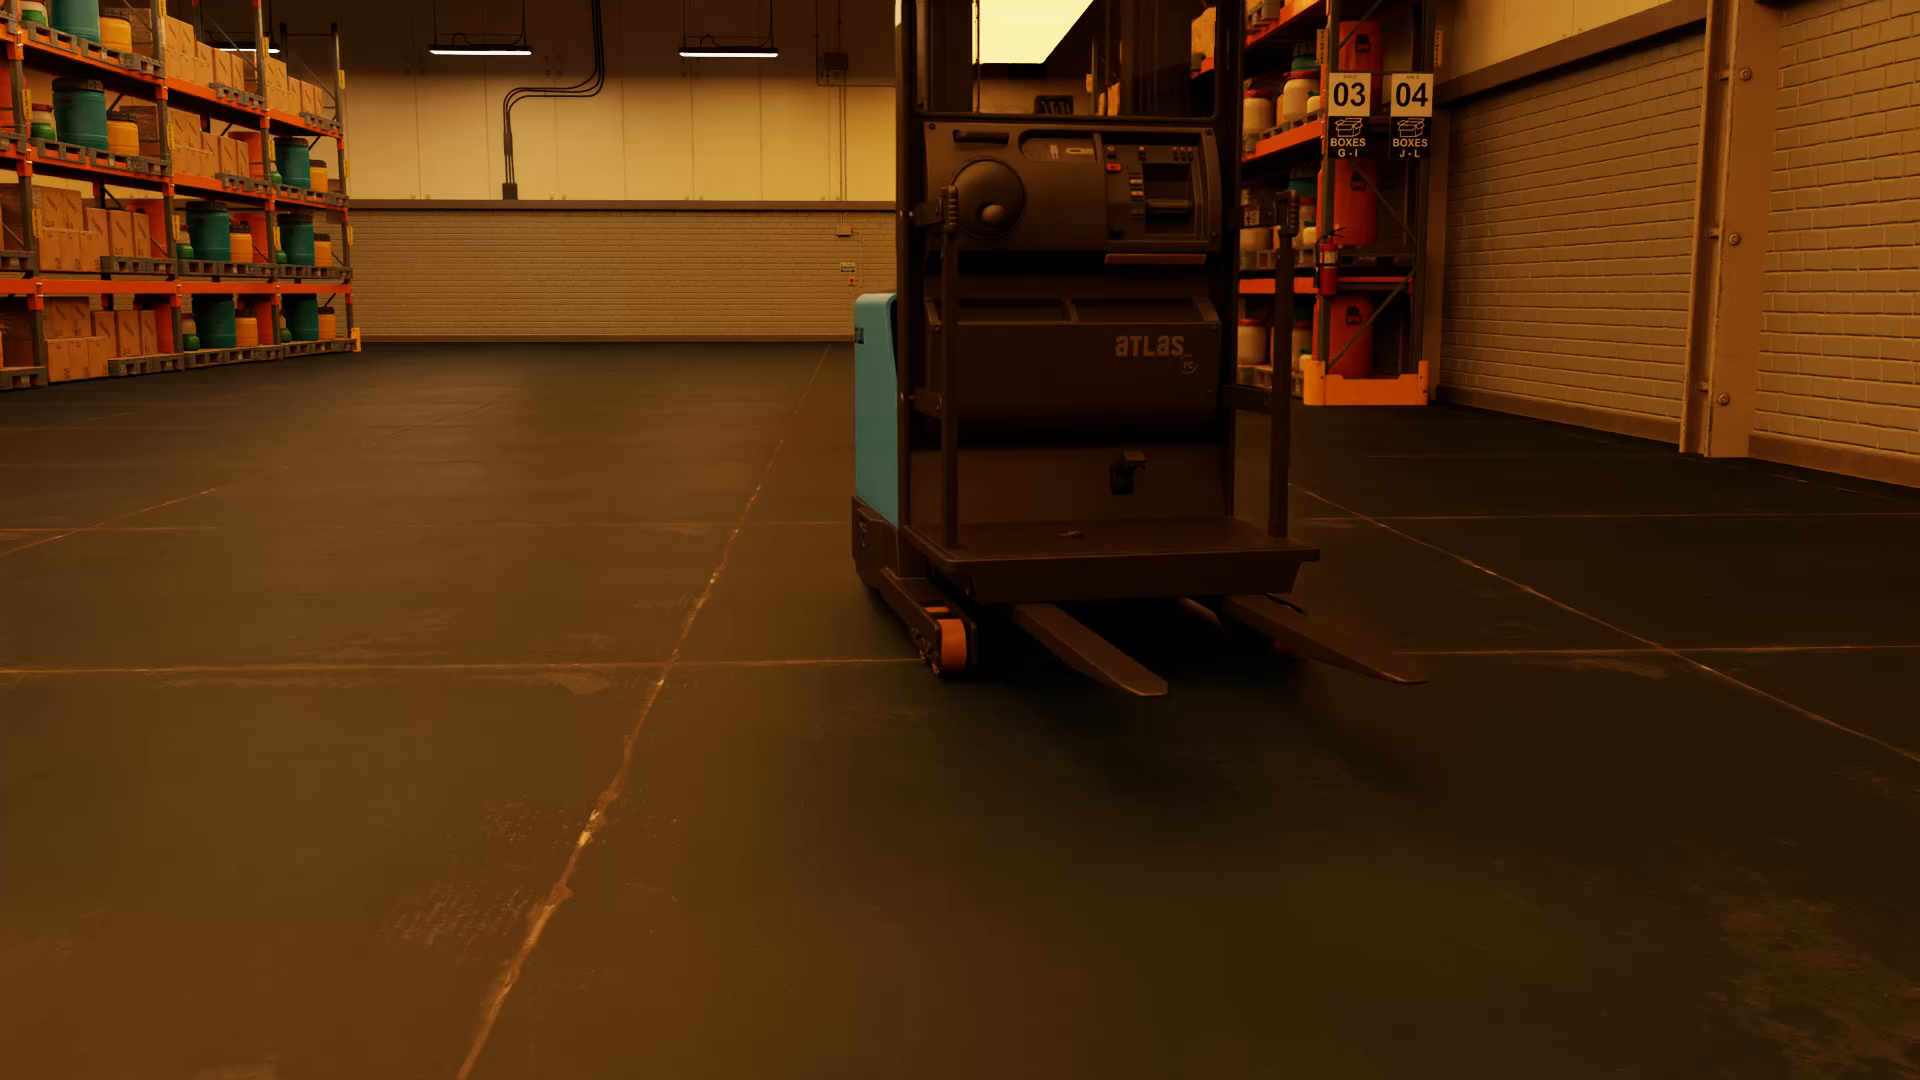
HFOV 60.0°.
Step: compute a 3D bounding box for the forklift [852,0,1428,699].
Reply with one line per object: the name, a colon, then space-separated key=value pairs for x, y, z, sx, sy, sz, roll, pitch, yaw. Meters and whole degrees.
forklift: x=0.397 y=-1.124 z=4.902 sx=1.130 sy=2.935 sz=3.031 roll=-2 pitch=9 yaw=-12
